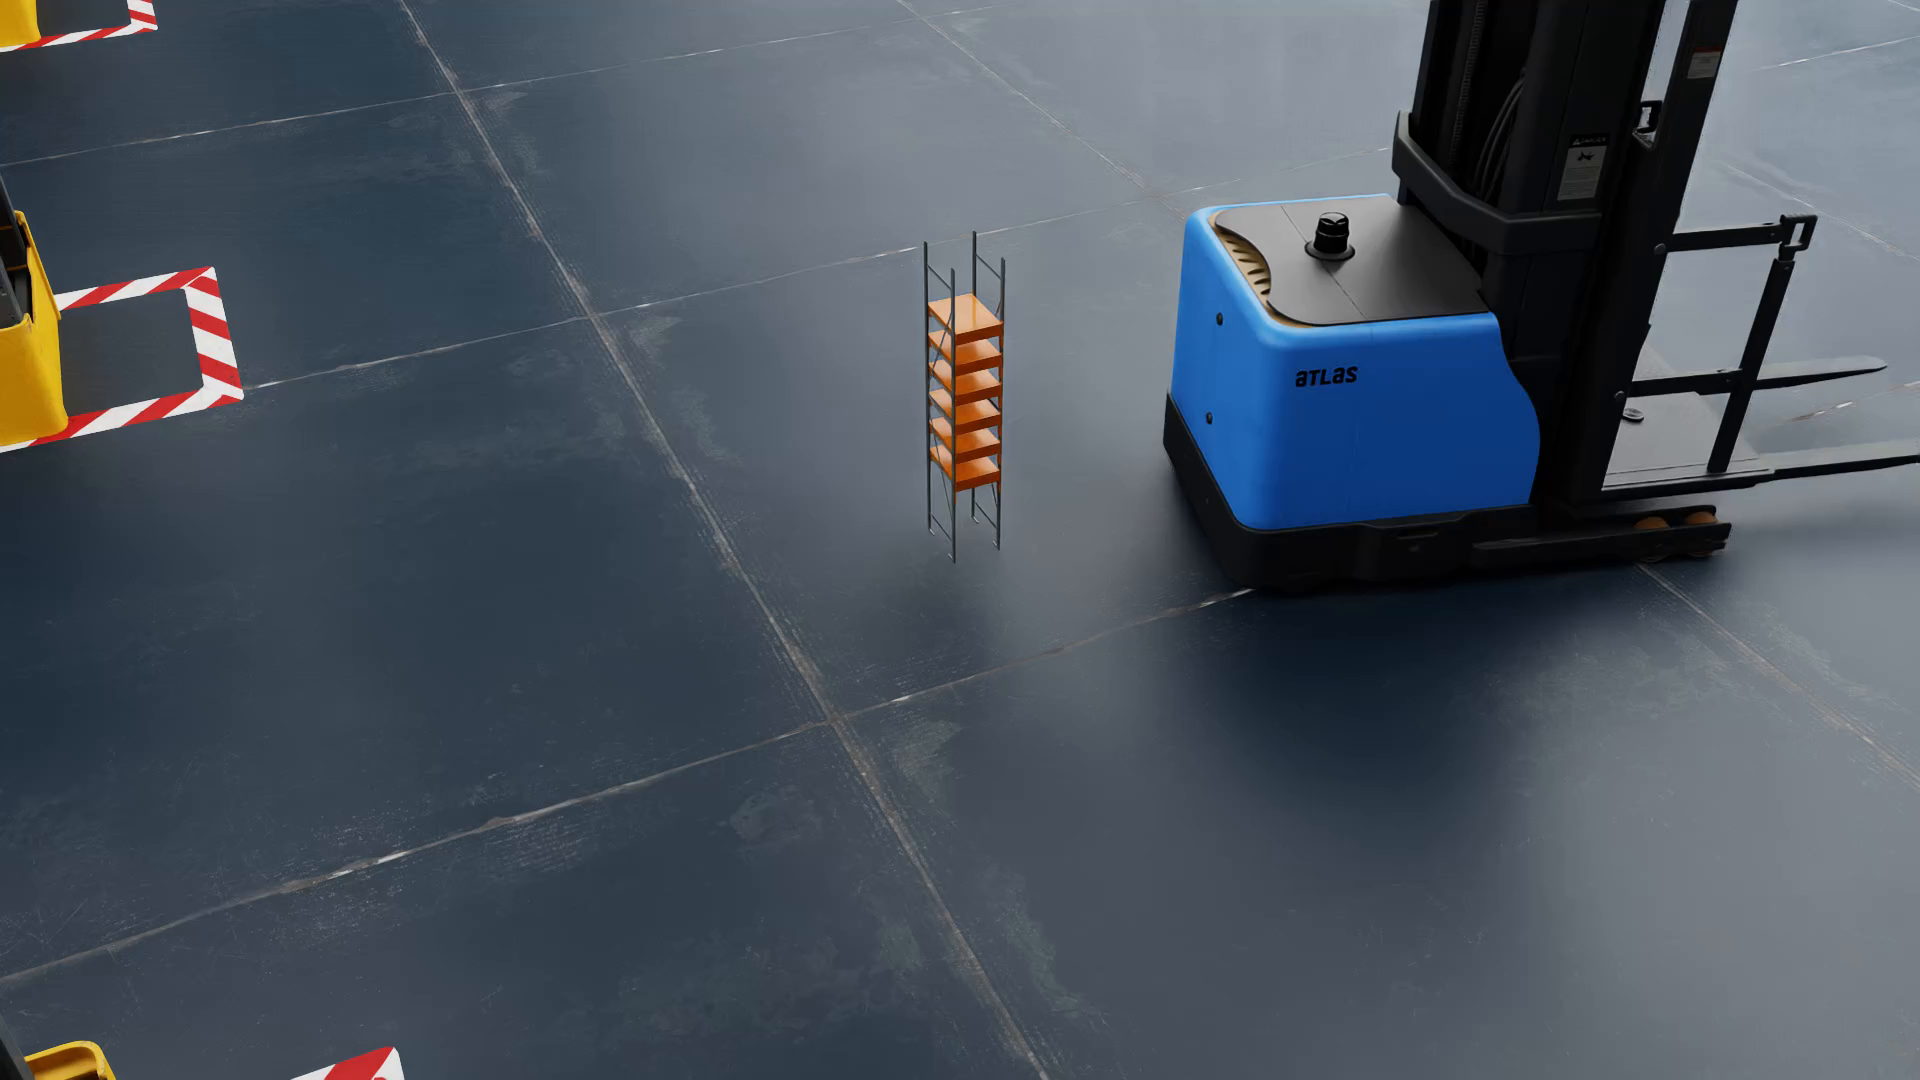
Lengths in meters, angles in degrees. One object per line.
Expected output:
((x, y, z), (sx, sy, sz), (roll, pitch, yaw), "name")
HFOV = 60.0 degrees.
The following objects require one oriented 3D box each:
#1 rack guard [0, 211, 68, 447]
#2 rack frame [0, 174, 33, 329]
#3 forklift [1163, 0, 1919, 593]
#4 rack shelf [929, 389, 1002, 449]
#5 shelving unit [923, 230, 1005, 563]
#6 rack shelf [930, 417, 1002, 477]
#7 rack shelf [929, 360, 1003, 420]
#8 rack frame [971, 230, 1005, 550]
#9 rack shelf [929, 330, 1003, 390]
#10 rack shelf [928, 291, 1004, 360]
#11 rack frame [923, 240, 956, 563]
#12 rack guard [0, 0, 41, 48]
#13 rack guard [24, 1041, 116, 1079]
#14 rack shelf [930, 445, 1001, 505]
((-4.076, -0.916, 7.065), (0.348, 0.500, 1.175), (-16, 39, -20), "rack guard")
((-4.027, -1.965, 6.381), (0.127, 3.000, 1.000), (-16, 39, -20), "rack frame")
((2.376, -1.401, 5.679), (3.031, 2.935, 1.130), (-6, 37, -8), "forklift")
((0.013, -0.450, 5.924), (0.180, 0.103, 0.258), (-16, 39, -20), "rack shelf")
((0.013, -0.486, 5.898), (0.189, 1.200, 0.258), (-16, 39, -20), "shelving unit")
((0.013, -0.354, 5.995), (0.180, 0.103, 0.258), (-16, 39, -20), "rack shelf")
((0.013, -0.546, 5.852), (0.180, 0.103, 0.258), (-16, 39, -20), "rack shelf")
((0.096, -0.509, 5.929), (0.006, 1.200, 0.240), (-16, 39, -20), "rack frame")
((0.013, -0.643, 5.781), (0.180, 0.103, 0.258), (-16, 39, -20), "rack shelf")
((0.013, -0.739, 5.710), (0.180, 0.103, 0.258), (-16, 39, -20), "rack shelf")
((-0.070, -0.462, 5.866), (0.006, 1.200, 0.240), (-16, 39, -20), "rack frame")
((-6.200, -3.612, 10.701), (0.348, 0.500, 1.175), (-16, 39, -20), "rack guard")
((-1.904, 1.706, 3.531), (0.348, 0.500, 1.175), (-16, 39, -20), "rack guard")
((0.013, -0.257, 6.067), (0.180, 0.103, 0.258), (-16, 39, -20), "rack shelf")
